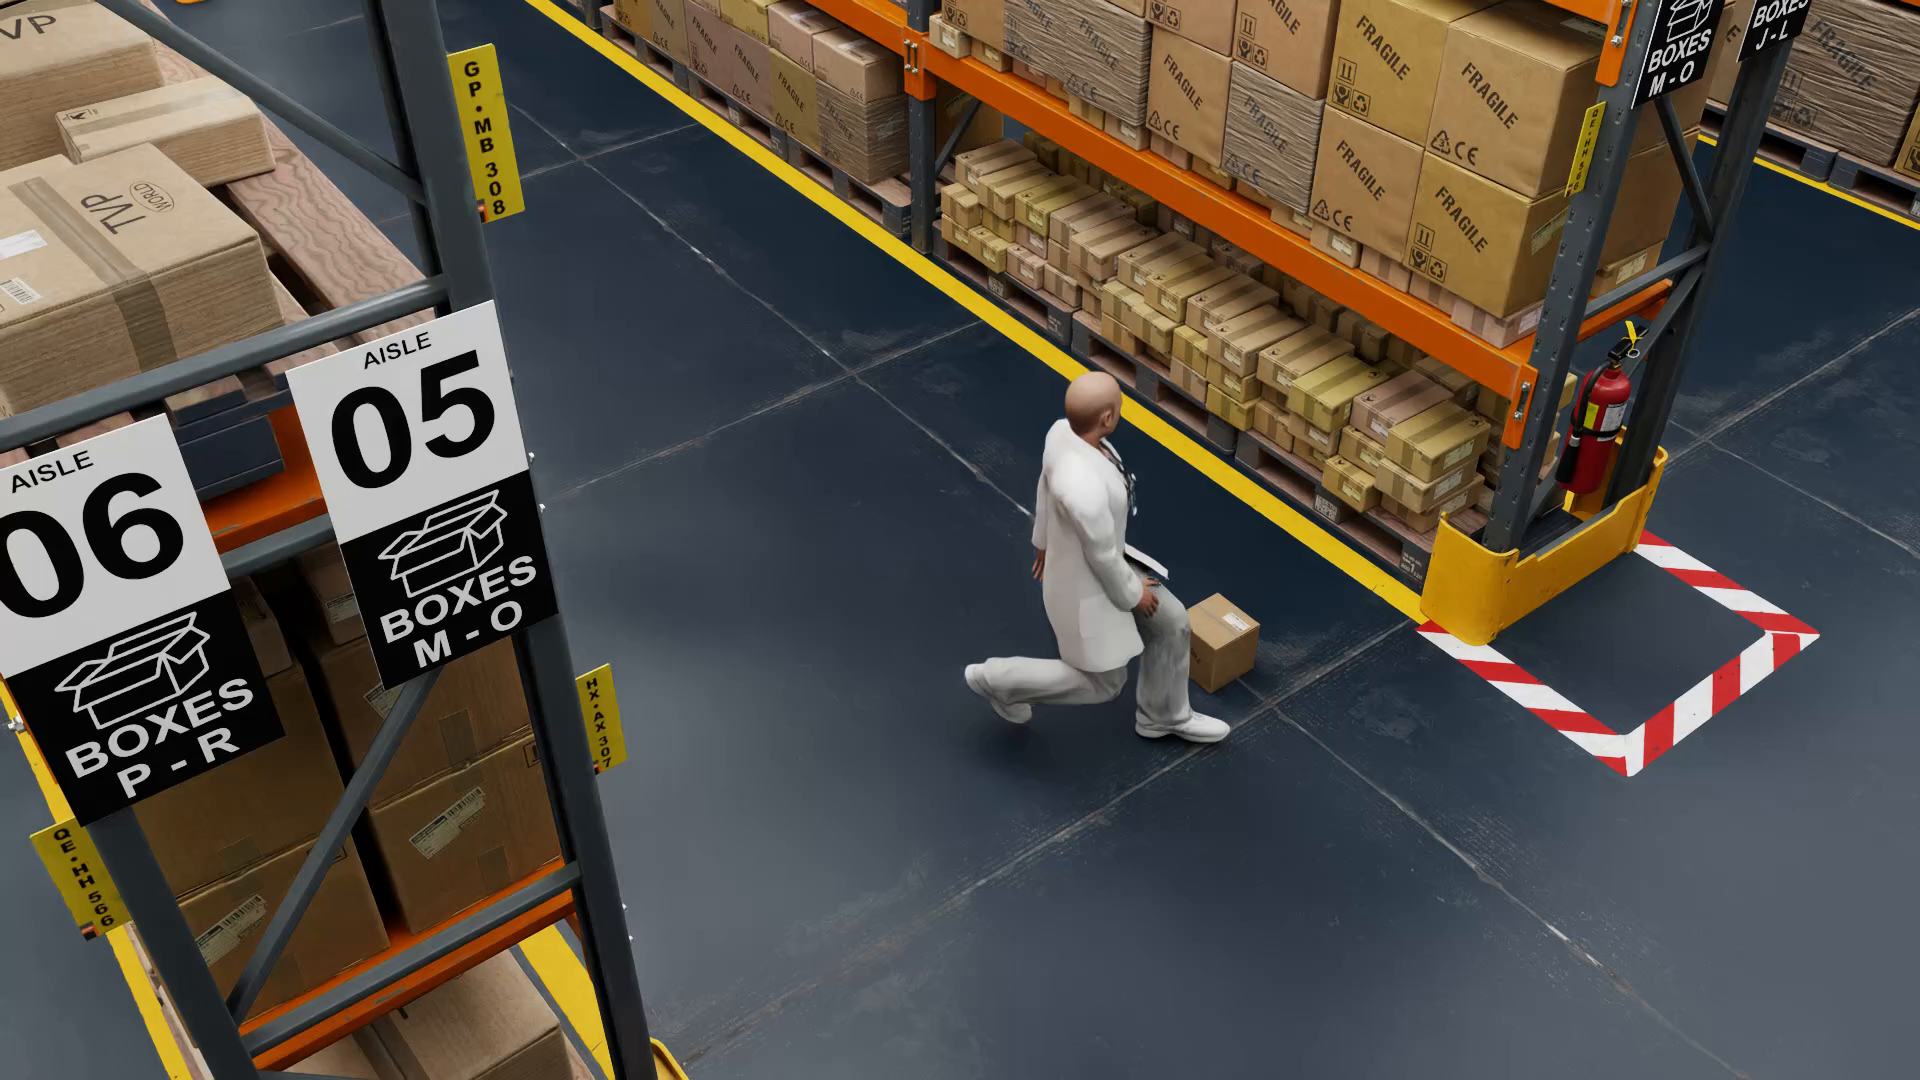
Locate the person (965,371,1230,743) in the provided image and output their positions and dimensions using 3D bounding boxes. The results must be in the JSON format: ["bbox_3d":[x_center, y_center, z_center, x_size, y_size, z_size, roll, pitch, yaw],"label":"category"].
[{"bbox_3d":[1.321,-5.357,12.694,1.042,1.636,17.732,3,40,4],"label":"person"}]
